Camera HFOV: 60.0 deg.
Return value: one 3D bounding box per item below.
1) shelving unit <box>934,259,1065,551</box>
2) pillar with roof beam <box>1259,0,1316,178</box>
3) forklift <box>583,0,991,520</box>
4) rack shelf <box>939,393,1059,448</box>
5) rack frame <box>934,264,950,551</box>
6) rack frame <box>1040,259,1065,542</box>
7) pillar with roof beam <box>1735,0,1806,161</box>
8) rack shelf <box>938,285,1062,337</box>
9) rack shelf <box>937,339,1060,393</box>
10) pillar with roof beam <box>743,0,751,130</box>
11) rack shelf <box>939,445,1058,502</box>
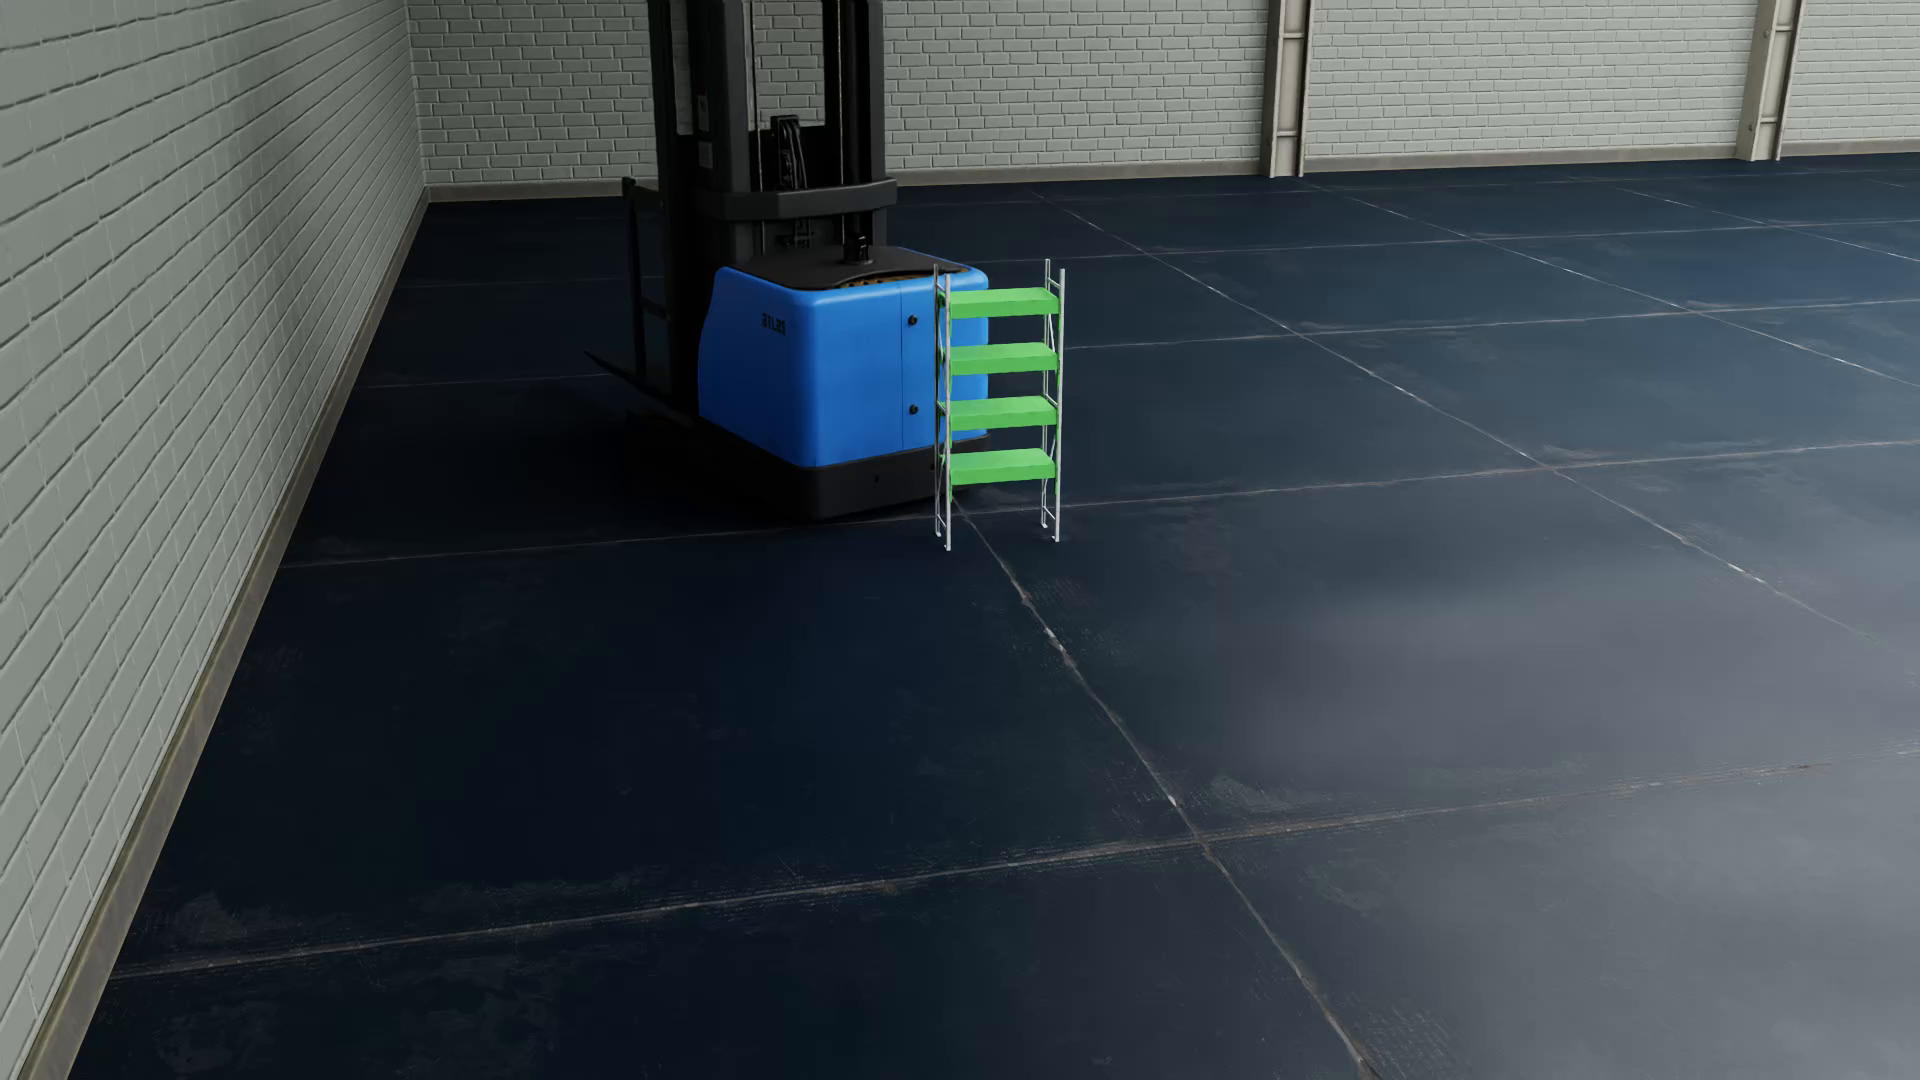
[{"bbox_3d":[0.161,-0.576,7.144,0.503,1.200,0.258,-5,21,-12],"label":"shelving unit"},{"bbox_3d":[4.509,-6.786,12.758,0.400,9.000,9.100,-5,21,-12],"label":"pillar with roof beam"},{"bbox_3d":[-1.088,-1.914,8.279,1.130,2.935,3.031,-13,24,-31],"label":"forklift"},{"bbox_3d":[0.161,-0.516,7.166,0.480,0.148,0.258,-5,21,-12],"label":"rack shelf"},{"bbox_3d":[-0.076,-0.557,7.091,0.015,1.200,0.240,-5,21,-12],"label":"rack frame"},{"bbox_3d":[0.399,-0.596,7.197,0.015,1.200,0.240,-5,21,-12],"label":"rack frame"},{"bbox_3d":[10.348,-7.261,14.055,0.400,9.000,9.100,-5,21,-12],"label":"pillar with roof beam"},{"bbox_3d":[0.161,-0.967,7.001,0.480,0.148,0.258,-5,21,-12],"label":"rack shelf"},{"bbox_3d":[0.161,-0.742,7.083,0.480,0.148,0.258,-5,21,-12],"label":"rack shelf"},{"bbox_3d":[-1.330,-6.312,11.462,0.400,9.000,9.100,-5,21,-12],"label":"pillar with roof beam"},{"bbox_3d":[0.161,-0.291,7.249,0.480,0.148,0.258,-5,21,-12],"label":"rack shelf"}]
